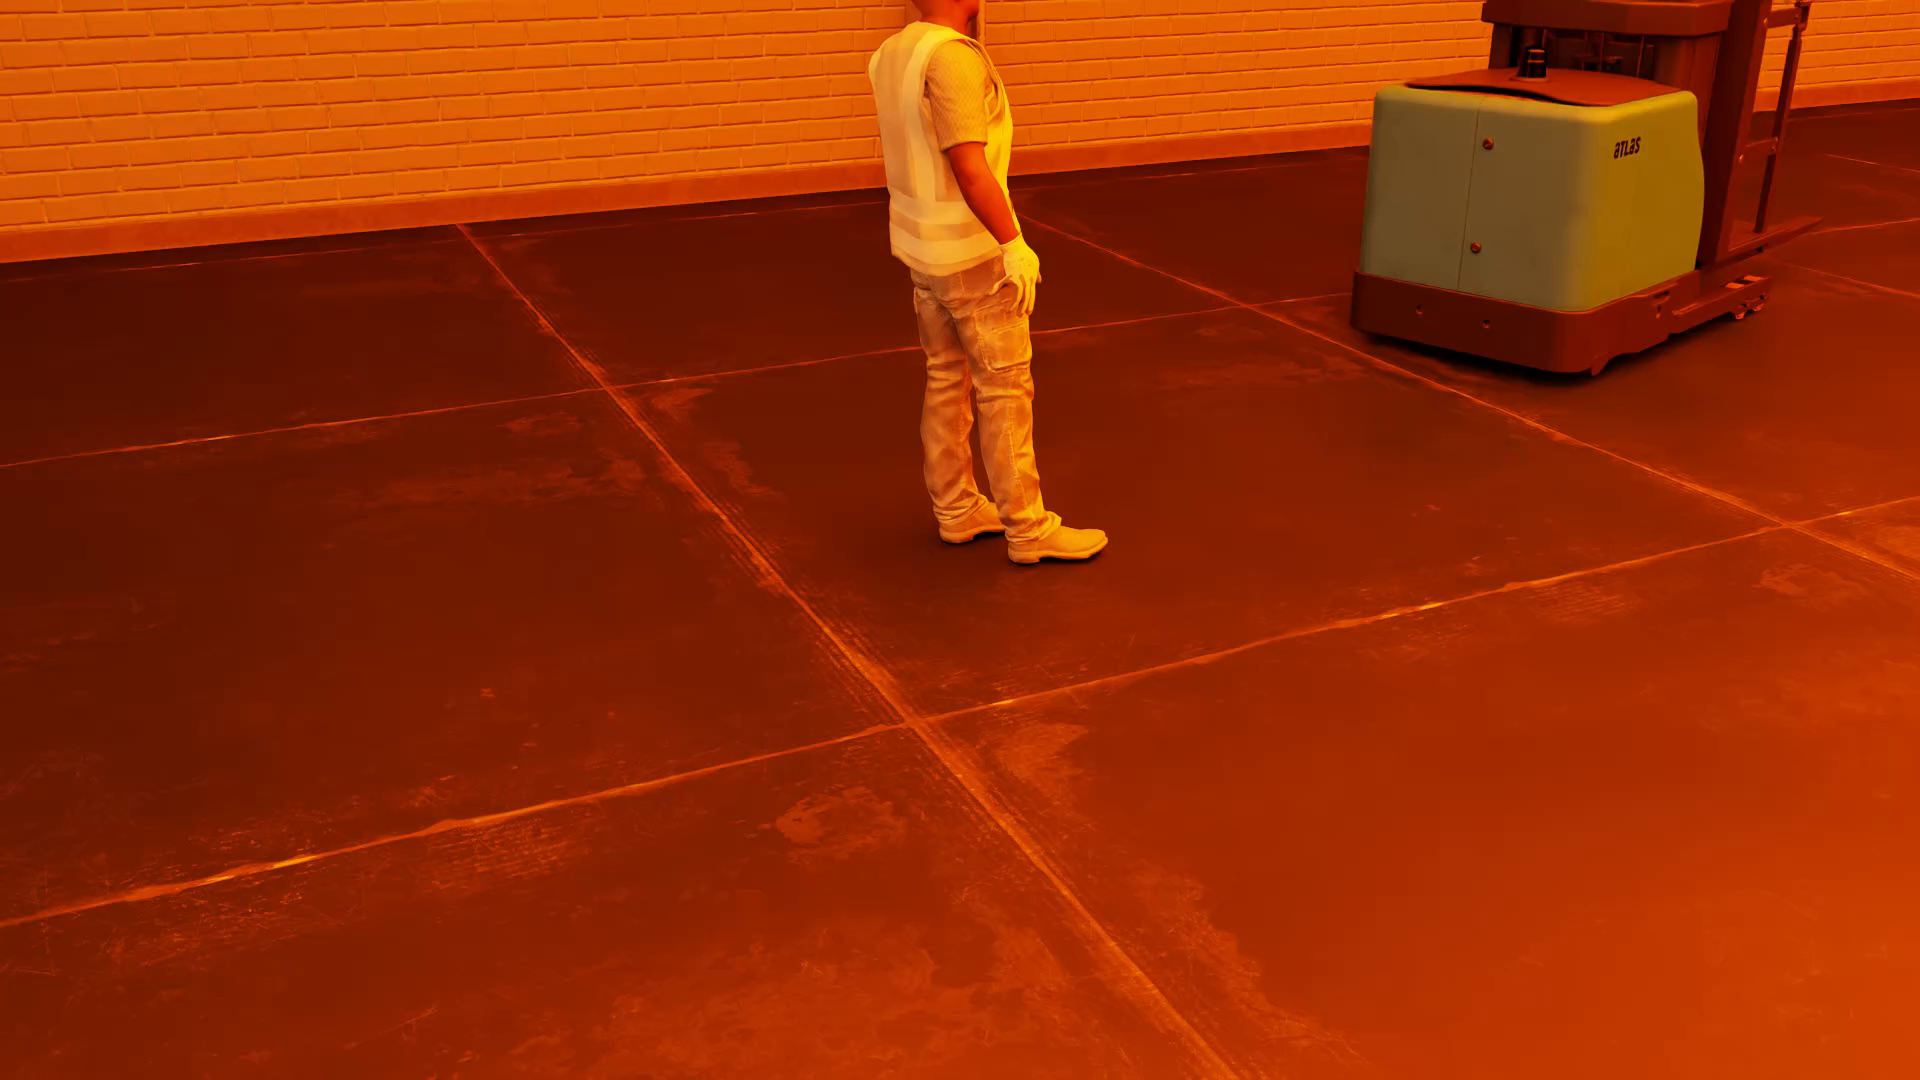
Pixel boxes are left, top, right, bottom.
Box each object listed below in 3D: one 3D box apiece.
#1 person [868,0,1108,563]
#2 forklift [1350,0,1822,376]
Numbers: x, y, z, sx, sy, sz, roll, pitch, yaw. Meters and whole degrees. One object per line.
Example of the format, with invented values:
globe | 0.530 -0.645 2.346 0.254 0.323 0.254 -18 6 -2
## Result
person | 0.069 -0.839 4.782 0.577 1.782 0.656 -10 25 -23
forklift | 3.078 -2.471 7.235 3.031 2.935 1.130 -21 30 -40
